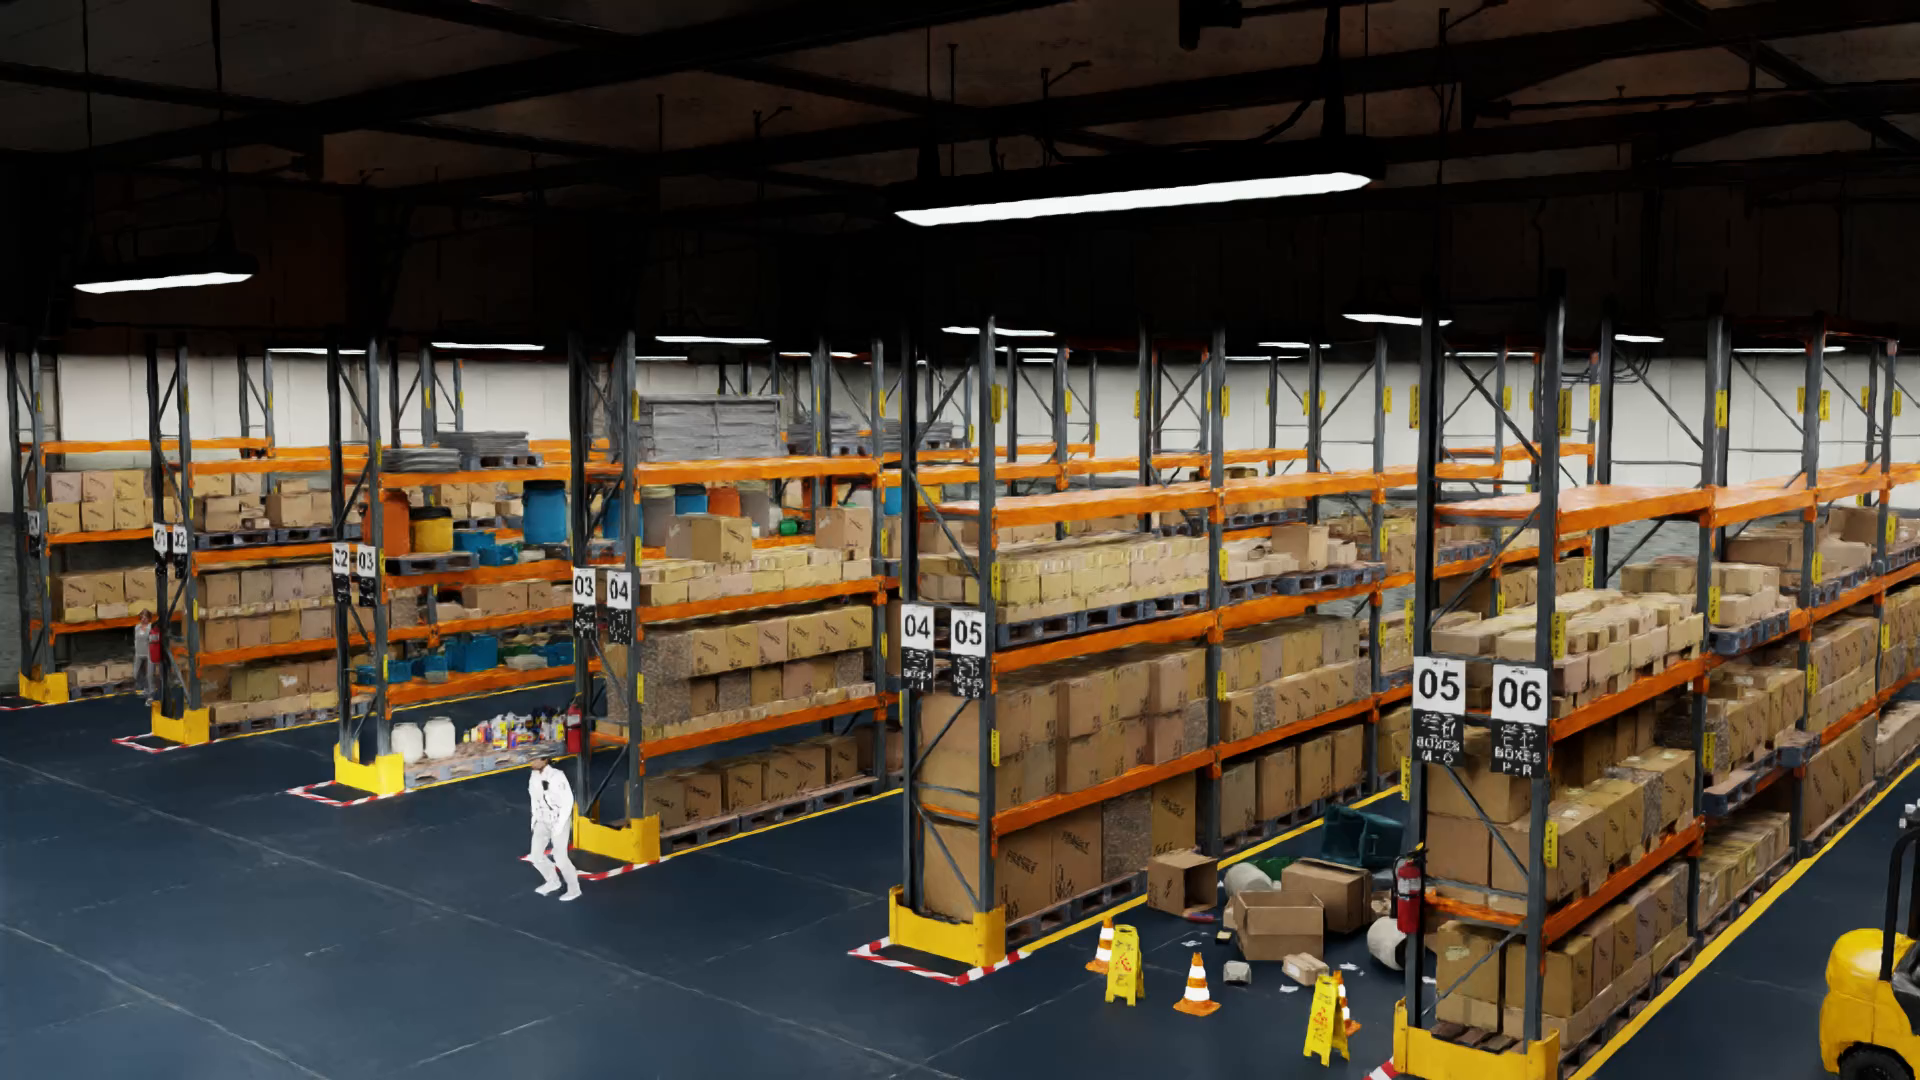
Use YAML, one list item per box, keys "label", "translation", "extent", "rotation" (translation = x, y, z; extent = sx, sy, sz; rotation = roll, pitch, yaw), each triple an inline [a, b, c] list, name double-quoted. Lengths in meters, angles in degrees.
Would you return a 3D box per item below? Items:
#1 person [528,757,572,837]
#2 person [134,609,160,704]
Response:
- label: "person"
  translation: [-4.157, 2.512, 16.799]
  extent: [0.550, 0.903, 0.403]
  rotation: [4, 6, 37]
- label: "person"
  translation: [-13.401, 1.906, 27.436]
  extent: [0.471, 1.589, 0.475]
  rotation: [0, 5, 0]
